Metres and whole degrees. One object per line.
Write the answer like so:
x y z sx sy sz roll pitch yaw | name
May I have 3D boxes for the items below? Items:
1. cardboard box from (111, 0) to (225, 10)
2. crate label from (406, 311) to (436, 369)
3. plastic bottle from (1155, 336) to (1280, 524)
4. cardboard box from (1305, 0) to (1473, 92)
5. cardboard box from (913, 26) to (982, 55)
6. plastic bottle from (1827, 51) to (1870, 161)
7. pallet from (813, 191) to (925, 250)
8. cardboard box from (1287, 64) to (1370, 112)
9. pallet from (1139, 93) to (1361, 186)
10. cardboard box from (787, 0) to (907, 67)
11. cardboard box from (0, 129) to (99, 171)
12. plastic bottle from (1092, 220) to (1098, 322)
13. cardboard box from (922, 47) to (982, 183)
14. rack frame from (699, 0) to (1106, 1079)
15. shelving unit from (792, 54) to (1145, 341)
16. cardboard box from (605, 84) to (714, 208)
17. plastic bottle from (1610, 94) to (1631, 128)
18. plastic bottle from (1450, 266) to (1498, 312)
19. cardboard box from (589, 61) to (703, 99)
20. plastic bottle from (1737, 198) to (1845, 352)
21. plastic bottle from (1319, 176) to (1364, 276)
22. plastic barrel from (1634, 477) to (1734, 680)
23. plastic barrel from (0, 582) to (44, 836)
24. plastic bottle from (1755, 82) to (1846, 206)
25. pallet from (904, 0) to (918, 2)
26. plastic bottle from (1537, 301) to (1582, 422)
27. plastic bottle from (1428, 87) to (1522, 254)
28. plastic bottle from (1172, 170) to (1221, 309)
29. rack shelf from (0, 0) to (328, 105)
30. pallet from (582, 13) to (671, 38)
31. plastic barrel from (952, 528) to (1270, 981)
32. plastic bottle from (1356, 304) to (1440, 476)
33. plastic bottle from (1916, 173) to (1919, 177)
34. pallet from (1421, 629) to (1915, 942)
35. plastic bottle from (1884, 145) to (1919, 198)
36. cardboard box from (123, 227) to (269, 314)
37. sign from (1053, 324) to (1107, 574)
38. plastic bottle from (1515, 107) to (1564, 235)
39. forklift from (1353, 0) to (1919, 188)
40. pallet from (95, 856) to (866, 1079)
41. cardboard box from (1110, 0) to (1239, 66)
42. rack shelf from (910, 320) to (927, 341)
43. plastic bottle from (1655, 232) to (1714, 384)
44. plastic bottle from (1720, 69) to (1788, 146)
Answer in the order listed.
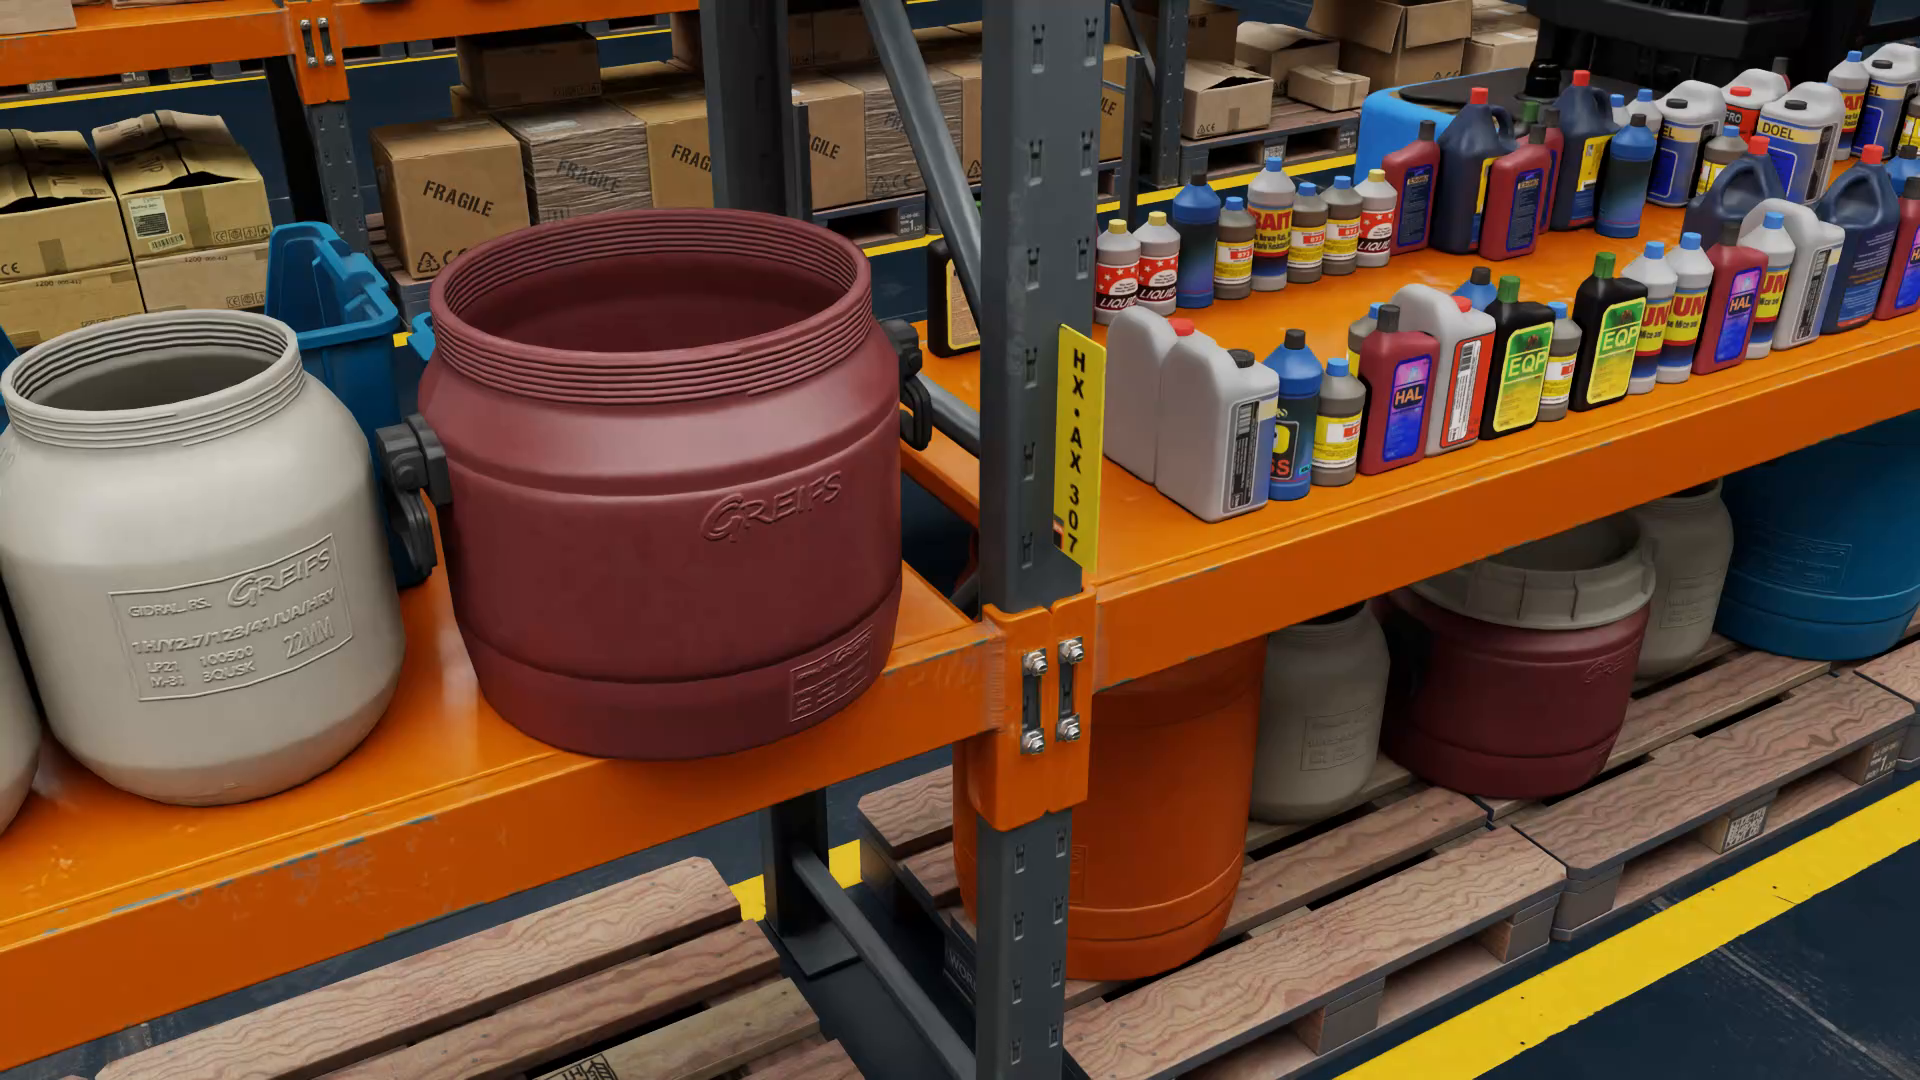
-2.971 -2.227 6.273 0.500 0.311 0.500 -14 32 -23 | cardboard box
-0.682 -0.252 2.775 0.416 0.233 0.303 -16 33 -26 | crate label
0.408 -0.189 2.617 0.135 0.276 0.152 -16 33 -26 | plastic bottle
2.430 -2.877 9.488 0.637 0.503 0.797 -16 33 -26 | cardboard box
-0.182 -2.262 8.376 0.500 0.500 0.500 -15 32 -26 | cardboard box
2.298 -1.134 4.333 0.097 0.271 0.097 0 29 0 | plastic bottle
-0.922 -1.579 7.894 1.213 0.211 1.003 -16 33 -26 | pallet
2.025 -2.496 9.146 0.250 0.166 0.380 -16 33 -26 | cardboard box
1.406 -2.262 9.131 1.213 0.211 1.003 -16 33 -26 | pallet
-0.589 -2.481 7.996 0.500 0.250 0.500 -16 33 -26 | cardboard box
-3.684 -1.424 6.557 0.500 0.311 0.500 -17 33 -28 | cardboard box
0.202 -0.554 3.271 0.133 0.283 0.061 -16 33 -26 | plastic bottle
0.103 -2.056 8.003 0.500 0.500 0.500 -16 33 -26 | cardboard box
-0.129 -0.272 2.639 0.127 3.000 1.000 -16 33 -26 | rack frame
-0.066 -0.638 4.854 1.083 1.500 0.587 -16 33 -26 | shelving unit
-1.215 -1.678 7.319 0.500 0.500 0.500 -16 33 -27 | cardboard box
1.531 -0.916 3.939 0.097 0.271 0.097 0 29 0 | plastic bottle
0.890 -0.343 2.900 0.097 0.271 0.097 0 29 0 | plastic bottle
-1.502 -1.888 7.699 0.500 0.500 0.500 -17 33 -28 | cardboard box
1.603 -0.529 3.232 0.135 0.276 0.152 -16 33 -26 | plastic bottle
0.815 -0.682 3.587 0.097 0.201 0.097 0 29 0 | plastic bottle
1.699 0.054 4.187 0.421 0.512 0.421 0 29 0 | plastic barrel
-1.271 0.123 1.807 0.421 0.512 0.421 0 29 0 | plastic barrel
2.006 -0.952 4.000 0.135 0.276 0.152 -16 33 -26 | plastic bottle
-1.004 -4.311 12.843 1.213 0.211 1.003 -16 33 -26 | pallet
1.035 -0.319 2.930 0.097 0.201 0.097 0 29 0 | plastic bottle
1.147 -0.829 3.698 0.185 0.351 0.144 -16 33 -26 | plastic bottle
0.479 -0.617 3.397 0.097 0.271 0.097 0 29 0 | plastic bottle
-4.360 -1.532 5.666 4.000 0.370 1.077 -16 33 -26 | rack shelf
-2.327 -3.937 12.166 1.213 0.211 1.003 -16 33 -26 | pallet
0.284 0.367 3.292 0.708 0.830 0.600 -16 33 -26 | plastic barrel
0.714 -0.254 2.726 0.133 0.283 0.061 -16 33 -26 | plastic bottle
2.078 -0.663 3.476 0.135 0.276 0.152 -16 33 -26 | plastic bottle
1.580 0.442 4.231 1.213 0.211 1.003 -16 33 -26 | pallet
1.998 -0.709 3.563 0.097 0.271 0.097 0 29 0 | plastic bottle
-2.965 -1.086 6.525 0.500 0.250 0.500 -15 32 -25 | cardboard box
0.156 -0.116 2.187 0.005 0.325 0.100 -16 33 -26 | sign
1.294 -0.830 3.771 0.133 0.283 0.061 -16 33 -26 | plastic bottle
2.953 -2.103 6.027 3.031 2.935 1.130 -16 33 -26 | forklift
-0.817 1.122 2.998 1.213 0.211 1.003 -16 33 -26 | pallet
1.161 -2.672 9.118 0.500 0.500 0.500 -16 33 -26 | cardboard box
-0.074 -0.478 4.937 1.000 0.185 0.538 -16 33 -26 | rack shelf
1.318 -0.430 3.059 0.097 0.271 0.097 0 29 0 | plastic bottle
1.929 -1.016 4.115 0.135 0.276 0.152 -16 33 -26 | plastic bottle
